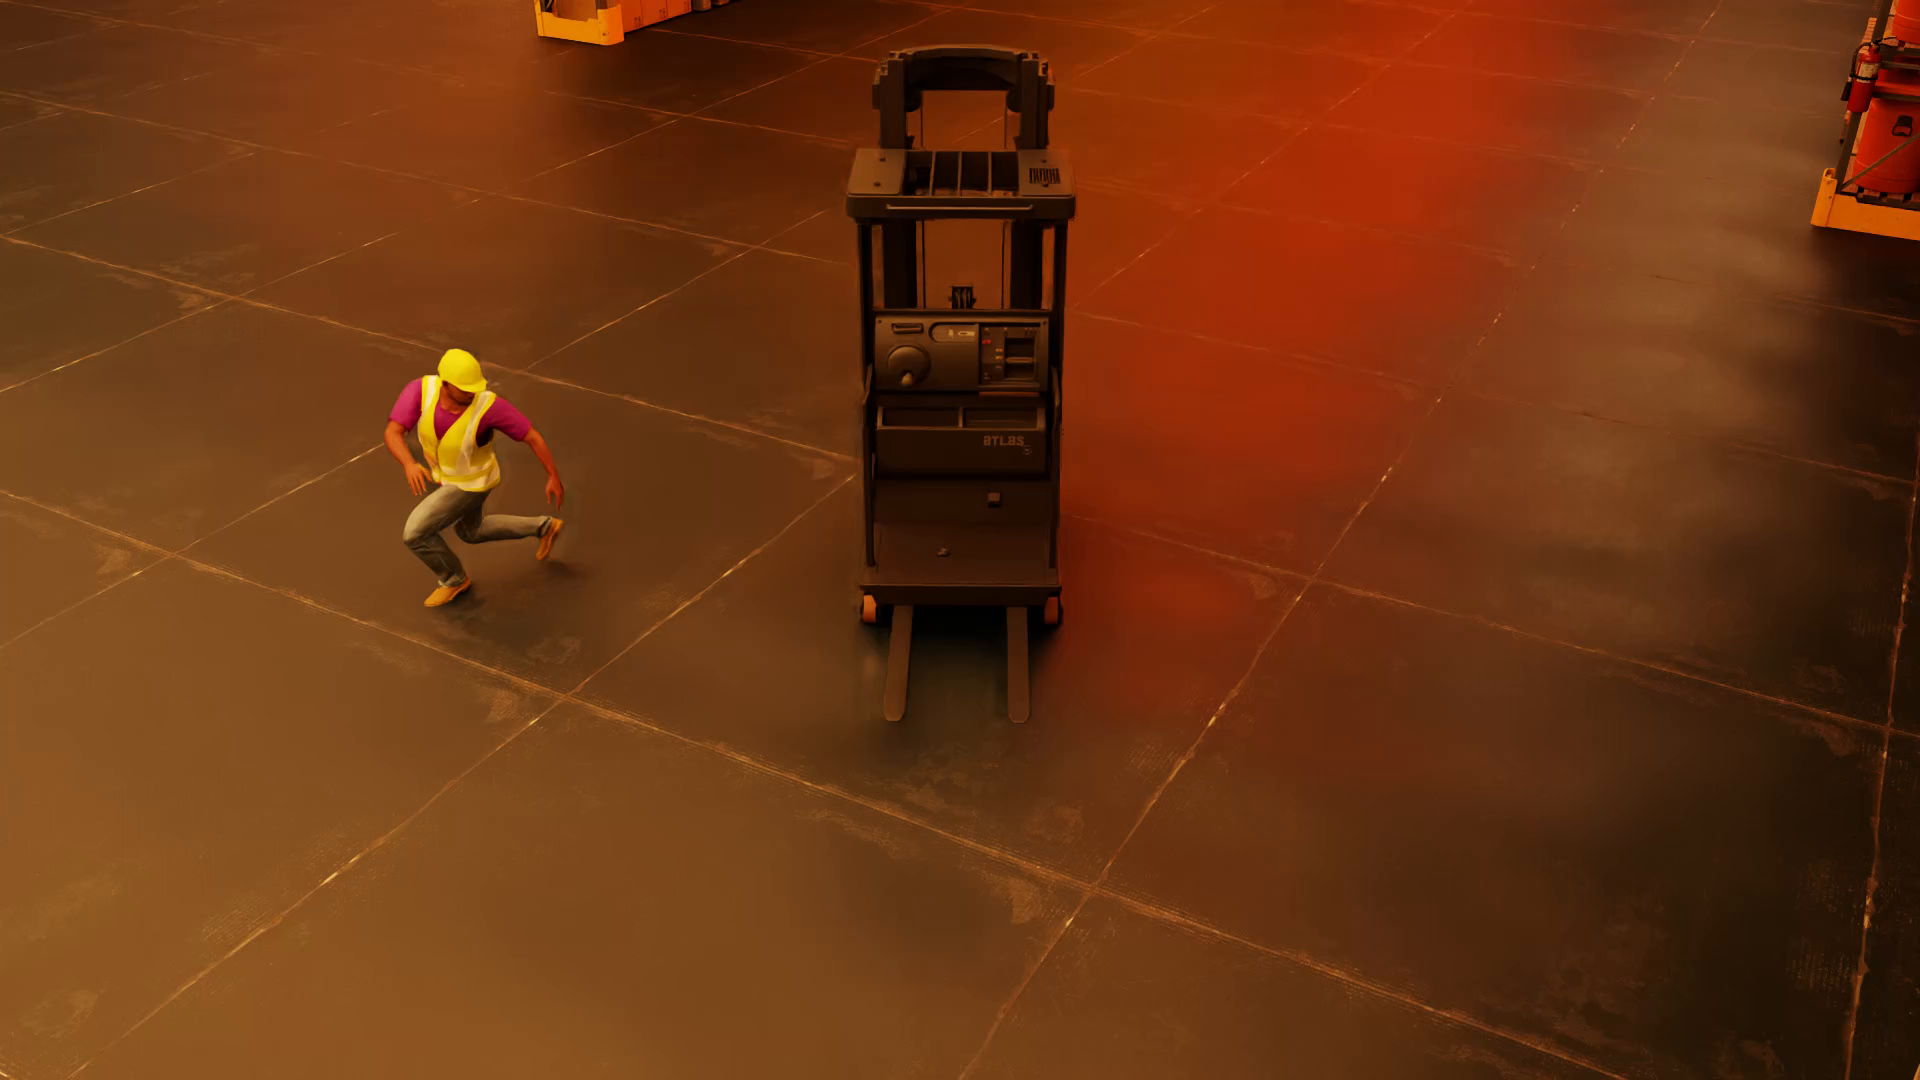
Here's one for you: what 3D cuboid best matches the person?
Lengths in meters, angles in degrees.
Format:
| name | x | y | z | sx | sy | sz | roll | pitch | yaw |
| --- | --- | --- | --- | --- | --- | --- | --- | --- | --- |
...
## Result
| name | x | y | z | sx | sy | sz | roll | pitch | yaw |
| --- | --- | --- | --- | --- | --- | --- | --- | --- | --- |
| person | -2.657 | -0.372 | 9.180 | 0.918 | 1.530 | 0.672 | -25 | 38 | -36 |

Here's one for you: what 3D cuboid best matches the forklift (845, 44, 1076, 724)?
| name | x | y | z | sx | sy | sz | roll | pitch | yaw |
| --- | --- | --- | --- | --- | --- | --- | --- | --- | --- |
| forklift | 0.009 | -0.954 | 8.724 | 1.130 | 2.935 | 3.031 | 0 | 30 | 1 |
